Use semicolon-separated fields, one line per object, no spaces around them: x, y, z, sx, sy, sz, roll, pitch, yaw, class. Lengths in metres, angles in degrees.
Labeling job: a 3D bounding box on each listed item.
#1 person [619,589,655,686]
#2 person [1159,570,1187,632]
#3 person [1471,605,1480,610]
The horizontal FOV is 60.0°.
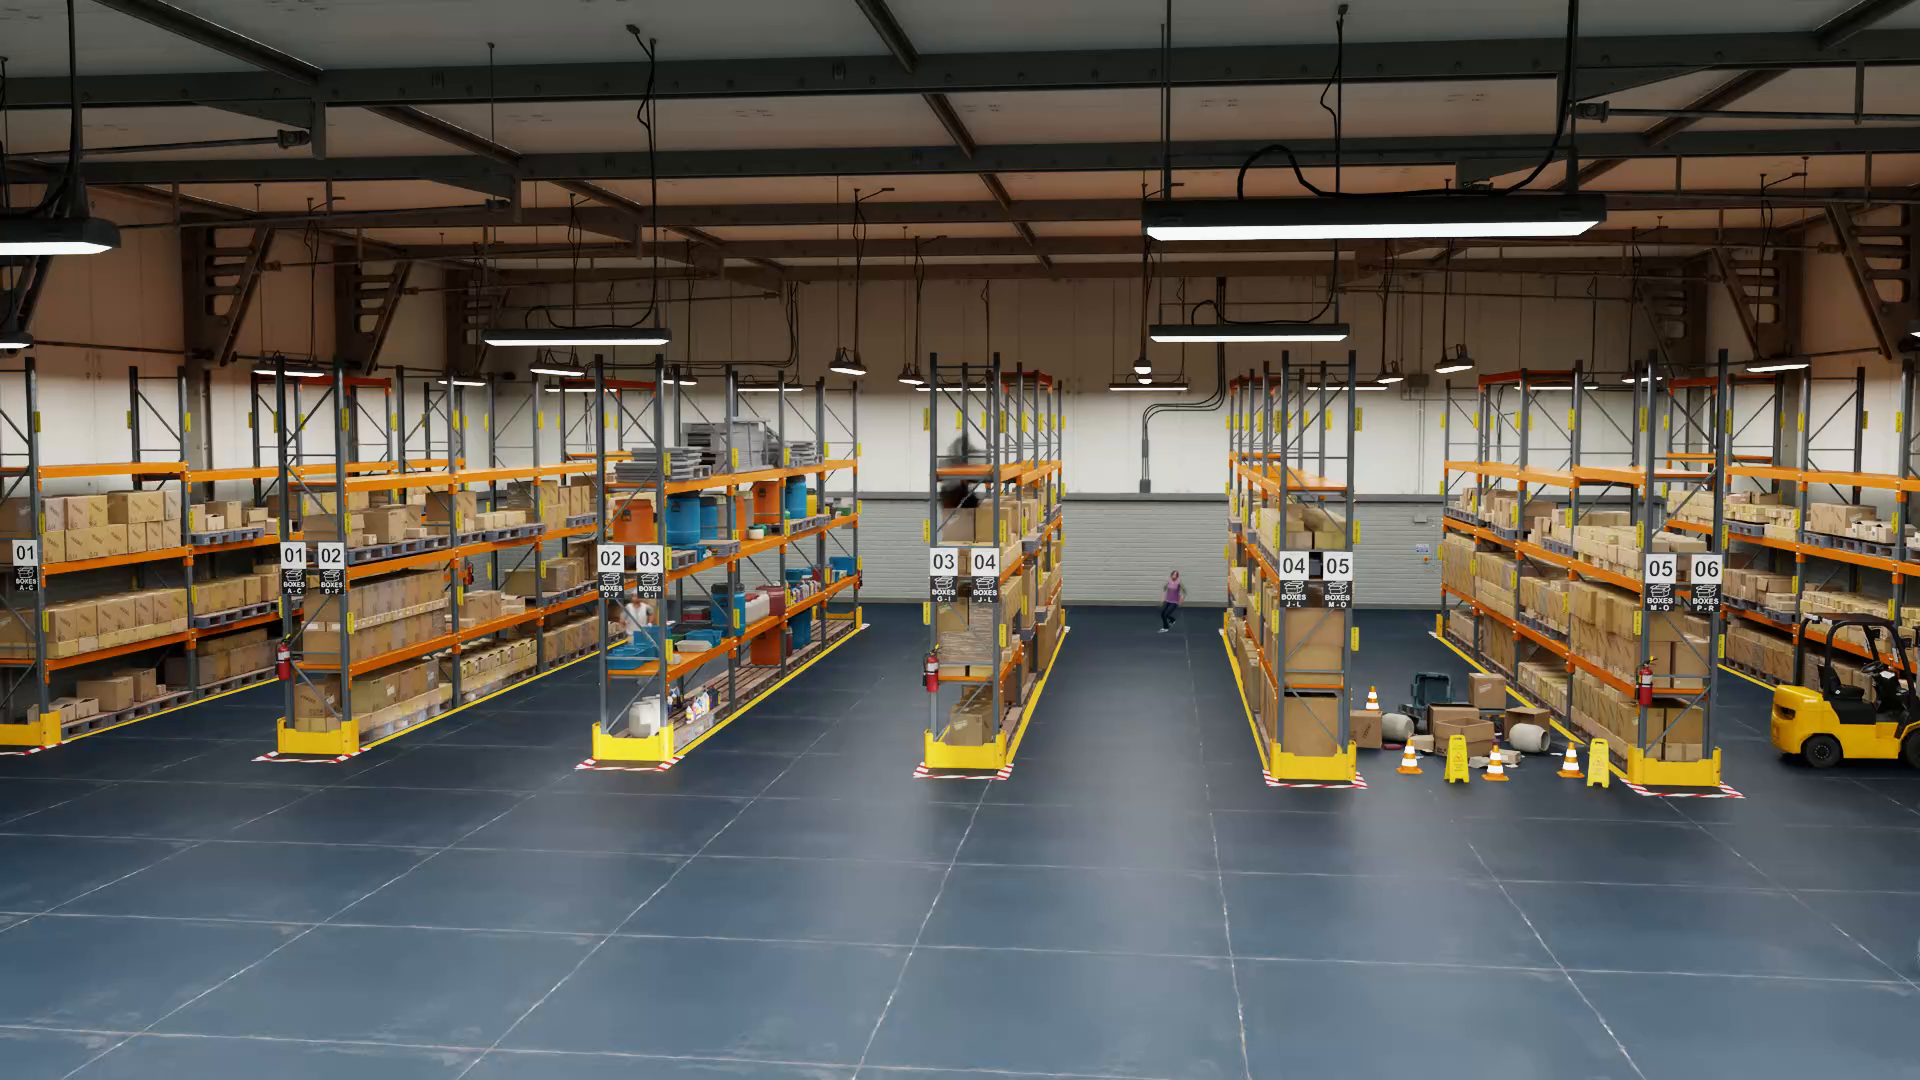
-6.167;1.828;31.733;0.644;1.794;0.882;-1;4;-7;person
5.047;1.470;39.537;0.649;1.513;0.486;3;5;38;person
12.474;1.317;39.913;0.722;1.758;0.740;-3;5;-34;person
